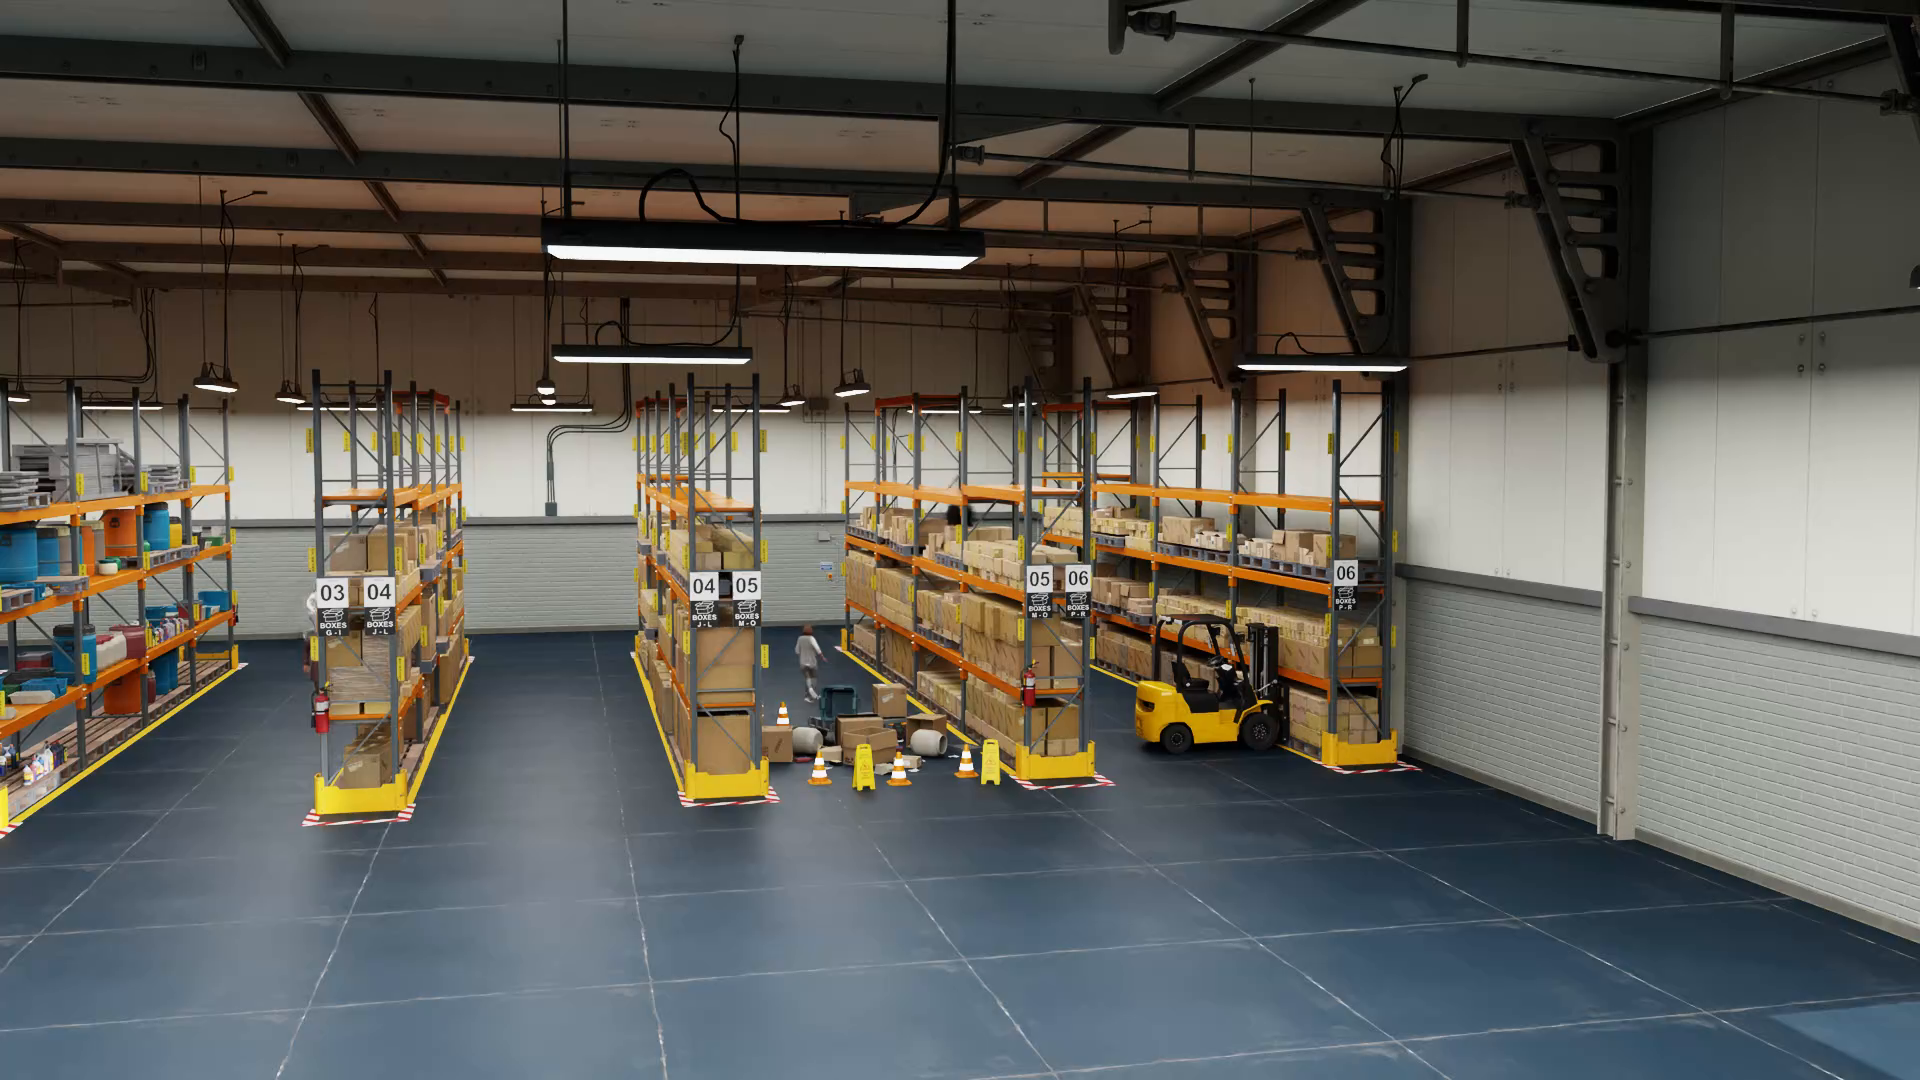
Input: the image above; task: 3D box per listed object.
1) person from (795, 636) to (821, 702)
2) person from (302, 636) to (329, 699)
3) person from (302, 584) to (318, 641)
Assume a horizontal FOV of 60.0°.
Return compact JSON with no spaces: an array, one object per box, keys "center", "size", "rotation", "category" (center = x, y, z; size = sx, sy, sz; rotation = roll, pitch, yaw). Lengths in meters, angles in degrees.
[{"center":[-2.959,2.514,32.219],"size":[0.584,1.313,0.516],"rotation":[1,3,14],"category":"person"},{"center":[-11.754,2.382,30.677],"size":[0.721,1.712,0.704],"rotation":[-2,4,-25],"category":"person"},{"center":[-15.881,1.841,40.821],"size":[0.762,1.645,0.615],"rotation":[1,4,21],"category":"person"}]
